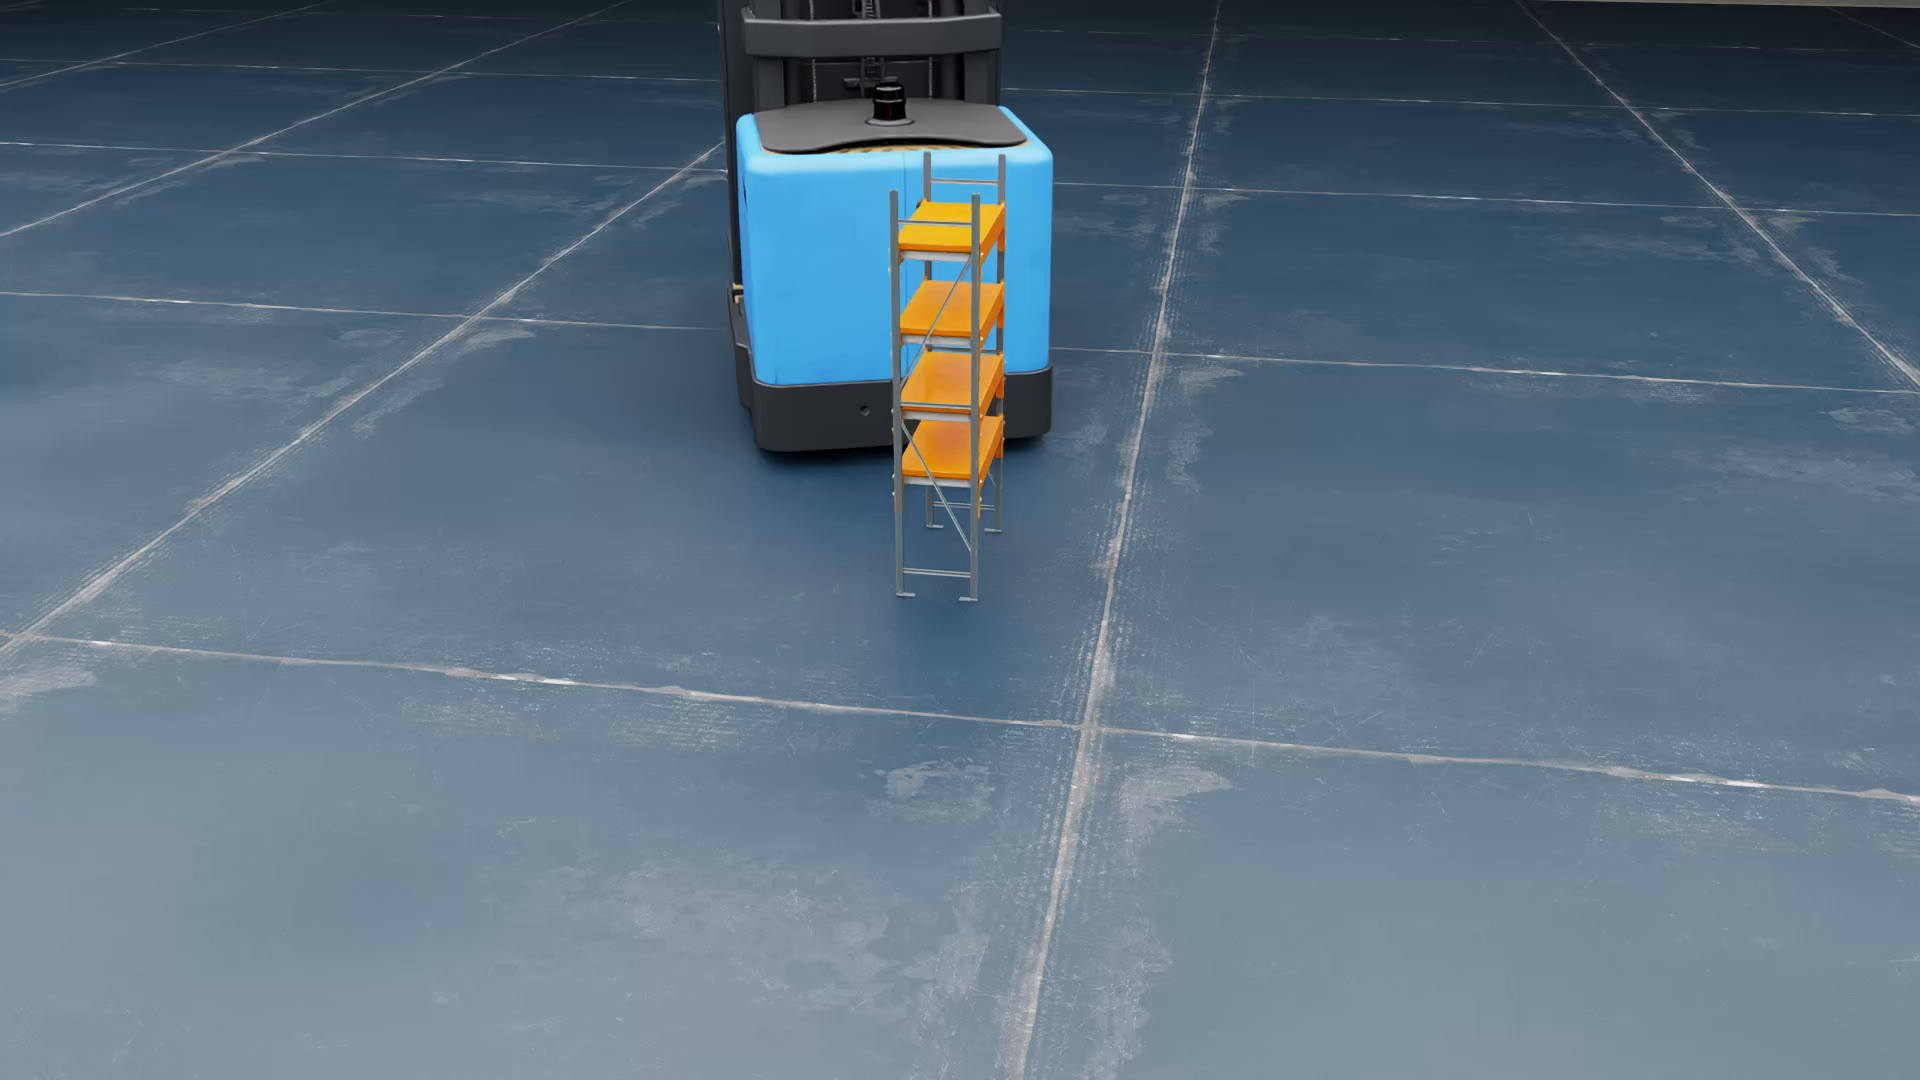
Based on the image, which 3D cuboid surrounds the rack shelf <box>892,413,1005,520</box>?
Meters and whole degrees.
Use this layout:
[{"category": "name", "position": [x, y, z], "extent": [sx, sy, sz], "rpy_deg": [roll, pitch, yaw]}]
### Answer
[{"category": "rack shelf", "position": [-0.027, -0.233, 4.960], "extent": [0.258, 0.148, 0.480], "rpy_deg": [4, 25, 9]}]

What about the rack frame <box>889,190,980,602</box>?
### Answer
[{"category": "rack frame", "position": [-0.067, -0.372, 4.630], "extent": [0.240, 1.200, 0.015], "rpy_deg": [4, 25, 9]}]

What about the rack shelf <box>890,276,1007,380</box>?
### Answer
[{"category": "rack shelf", "position": [-0.027, -0.616, 4.781], "extent": [0.258, 0.148, 0.480], "rpy_deg": [4, 25, 9]}]

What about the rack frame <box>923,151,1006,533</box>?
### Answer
[{"category": "rack frame", "position": [0.013, -0.576, 5.066], "extent": [0.240, 1.200, 0.015], "rpy_deg": [4, 25, 9]}]

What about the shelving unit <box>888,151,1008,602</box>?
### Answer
[{"category": "shelving unit", "position": [-0.027, -0.474, 4.848], "extent": [0.258, 1.200, 0.503], "rpy_deg": [4, 25, 9]}]

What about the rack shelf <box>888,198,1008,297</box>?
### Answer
[{"category": "rack shelf", "position": [-0.027, -0.830, 4.681], "extent": [0.258, 0.148, 0.480], "rpy_deg": [4, 25, 9]}]

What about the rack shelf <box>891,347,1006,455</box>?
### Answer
[{"category": "rack shelf", "position": [-0.027, -0.413, 4.876], "extent": [0.258, 0.148, 0.480], "rpy_deg": [4, 25, 9]}]

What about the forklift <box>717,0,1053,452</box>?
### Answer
[{"category": "forklift", "position": [-0.422, -2.227, 6.551], "extent": [1.130, 2.935, 3.031], "rpy_deg": [-4, 25, -8]}]
